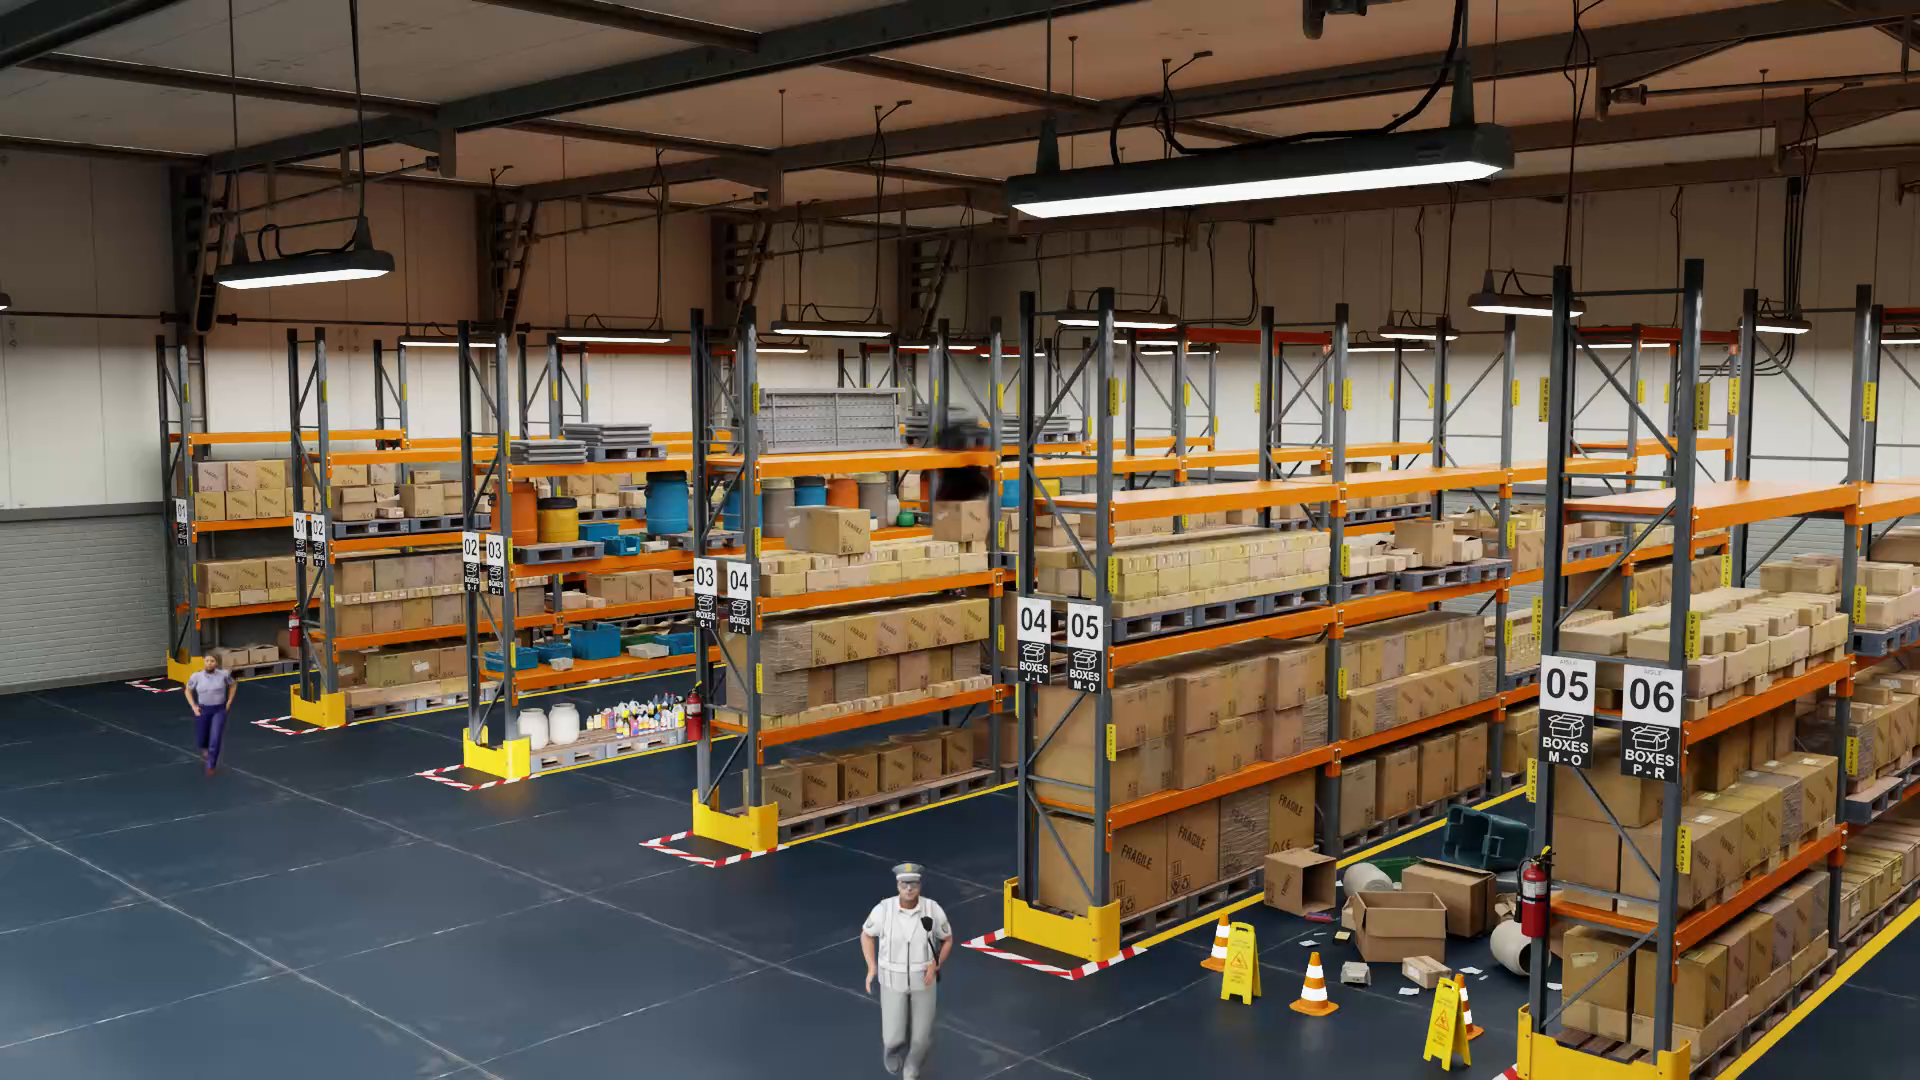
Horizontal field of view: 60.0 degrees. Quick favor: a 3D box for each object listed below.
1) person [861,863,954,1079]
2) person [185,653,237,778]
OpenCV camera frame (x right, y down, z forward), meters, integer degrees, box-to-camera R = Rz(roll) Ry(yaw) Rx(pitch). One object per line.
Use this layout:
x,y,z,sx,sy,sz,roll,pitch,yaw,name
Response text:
-0.375,3.178,12.024,0.672,1.741,0.598,0,5,-4,person
-9.965,2.300,22.154,0.629,1.627,0.723,-2,6,-23,person
